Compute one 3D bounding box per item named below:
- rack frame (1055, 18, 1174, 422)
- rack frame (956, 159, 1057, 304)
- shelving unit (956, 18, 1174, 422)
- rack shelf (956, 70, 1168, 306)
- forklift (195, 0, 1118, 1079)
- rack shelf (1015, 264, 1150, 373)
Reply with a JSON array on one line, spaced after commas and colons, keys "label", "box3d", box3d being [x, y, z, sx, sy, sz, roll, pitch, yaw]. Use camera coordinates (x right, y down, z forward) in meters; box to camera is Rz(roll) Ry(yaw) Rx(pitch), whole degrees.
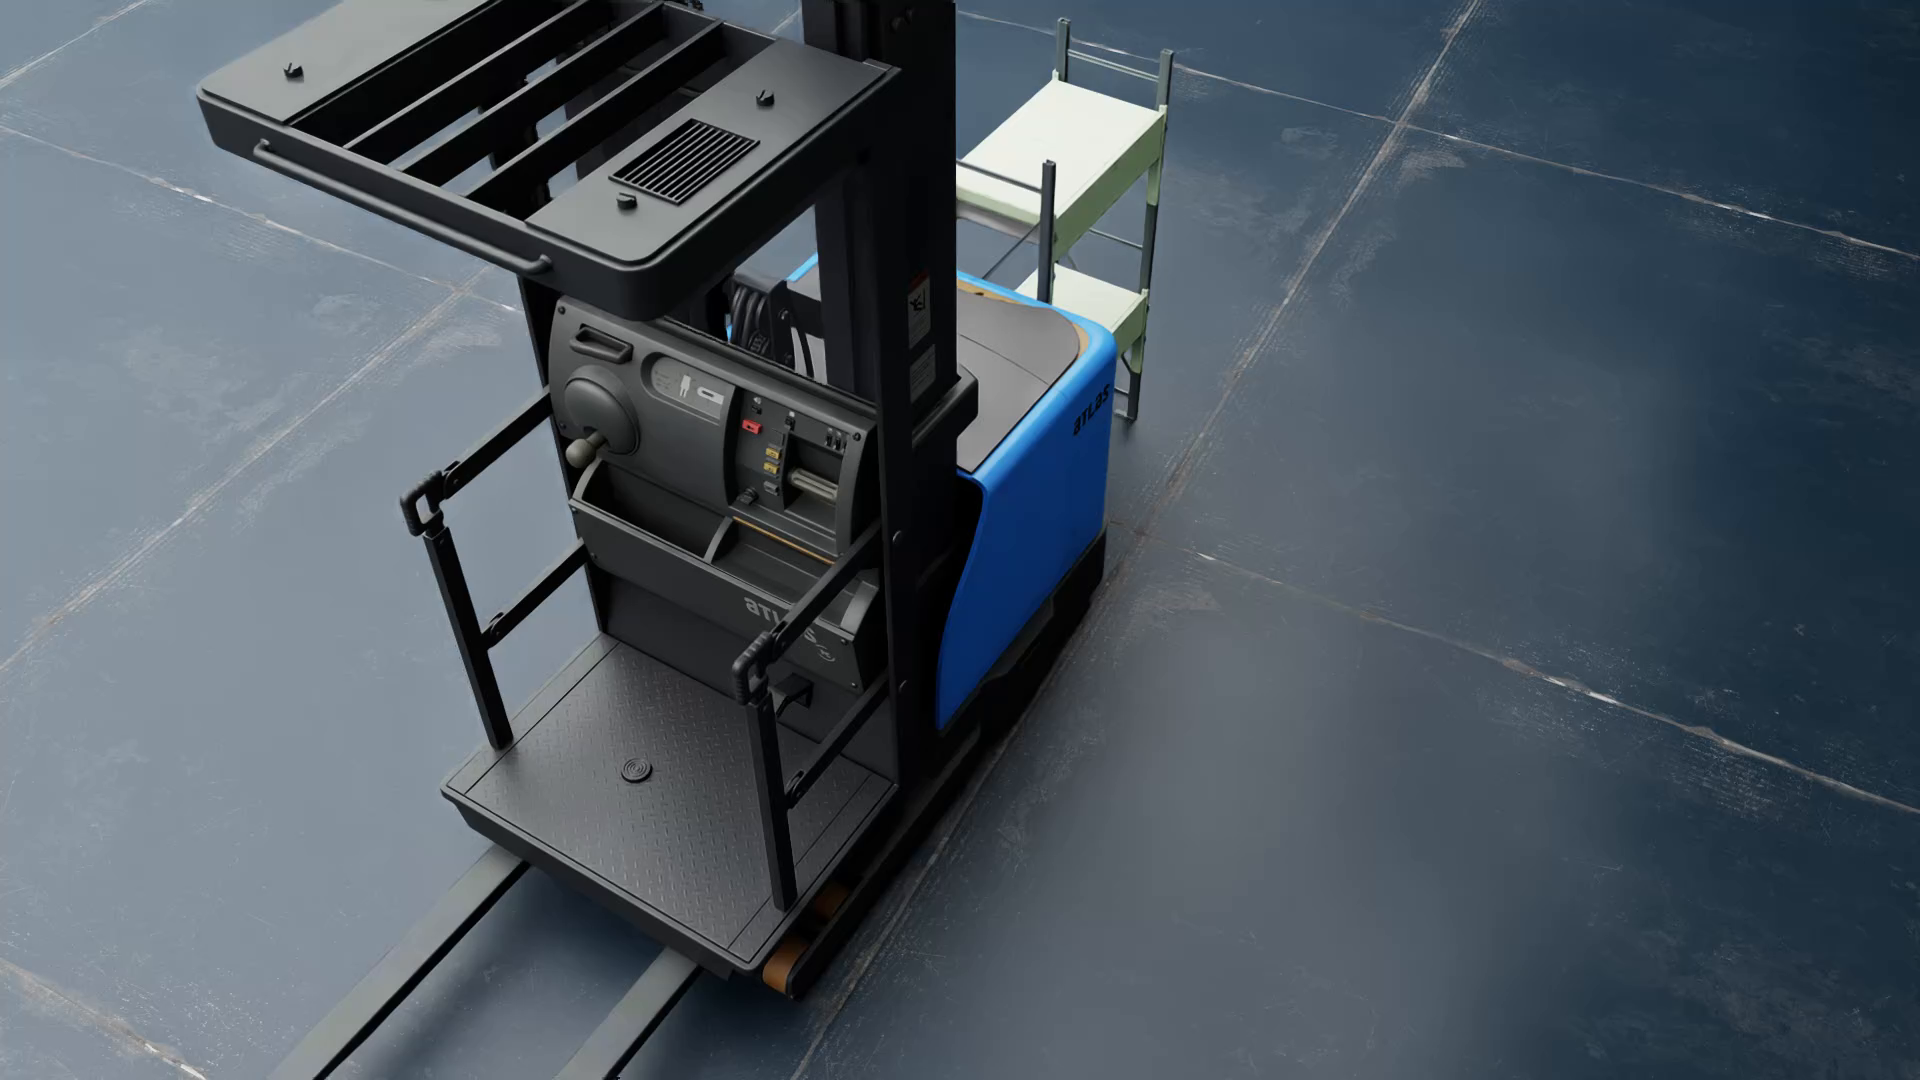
[{"label": "rack frame", "box3d": [0.486, -1.050, 5.733, 0.400, 1.500, 0.023, 24, 50, 22]}, {"label": "rack frame", "box3d": [0.098, -0.609, 5.297, 0.400, 1.500, 0.023, 24, 50, 22]}, {"label": "shelving unit", "box3d": [0.292, -0.829, 5.515, 0.431, 1.500, 0.755, 24, 50, 22]}, {"label": "rack shelf", "box3d": [0.292, -1.104, 5.238, 0.431, 0.370, 0.720, 24, 50, 22]}, {"label": "forklift", "box3d": [-0.731, -0.183, 3.870, 1.130, 2.935, 3.031, 24, 50, 22]}, {"label": "rack shelf", "box3d": [0.292, -0.600, 5.747, 0.431, 0.370, 0.720, 24, 50, 22]}]
